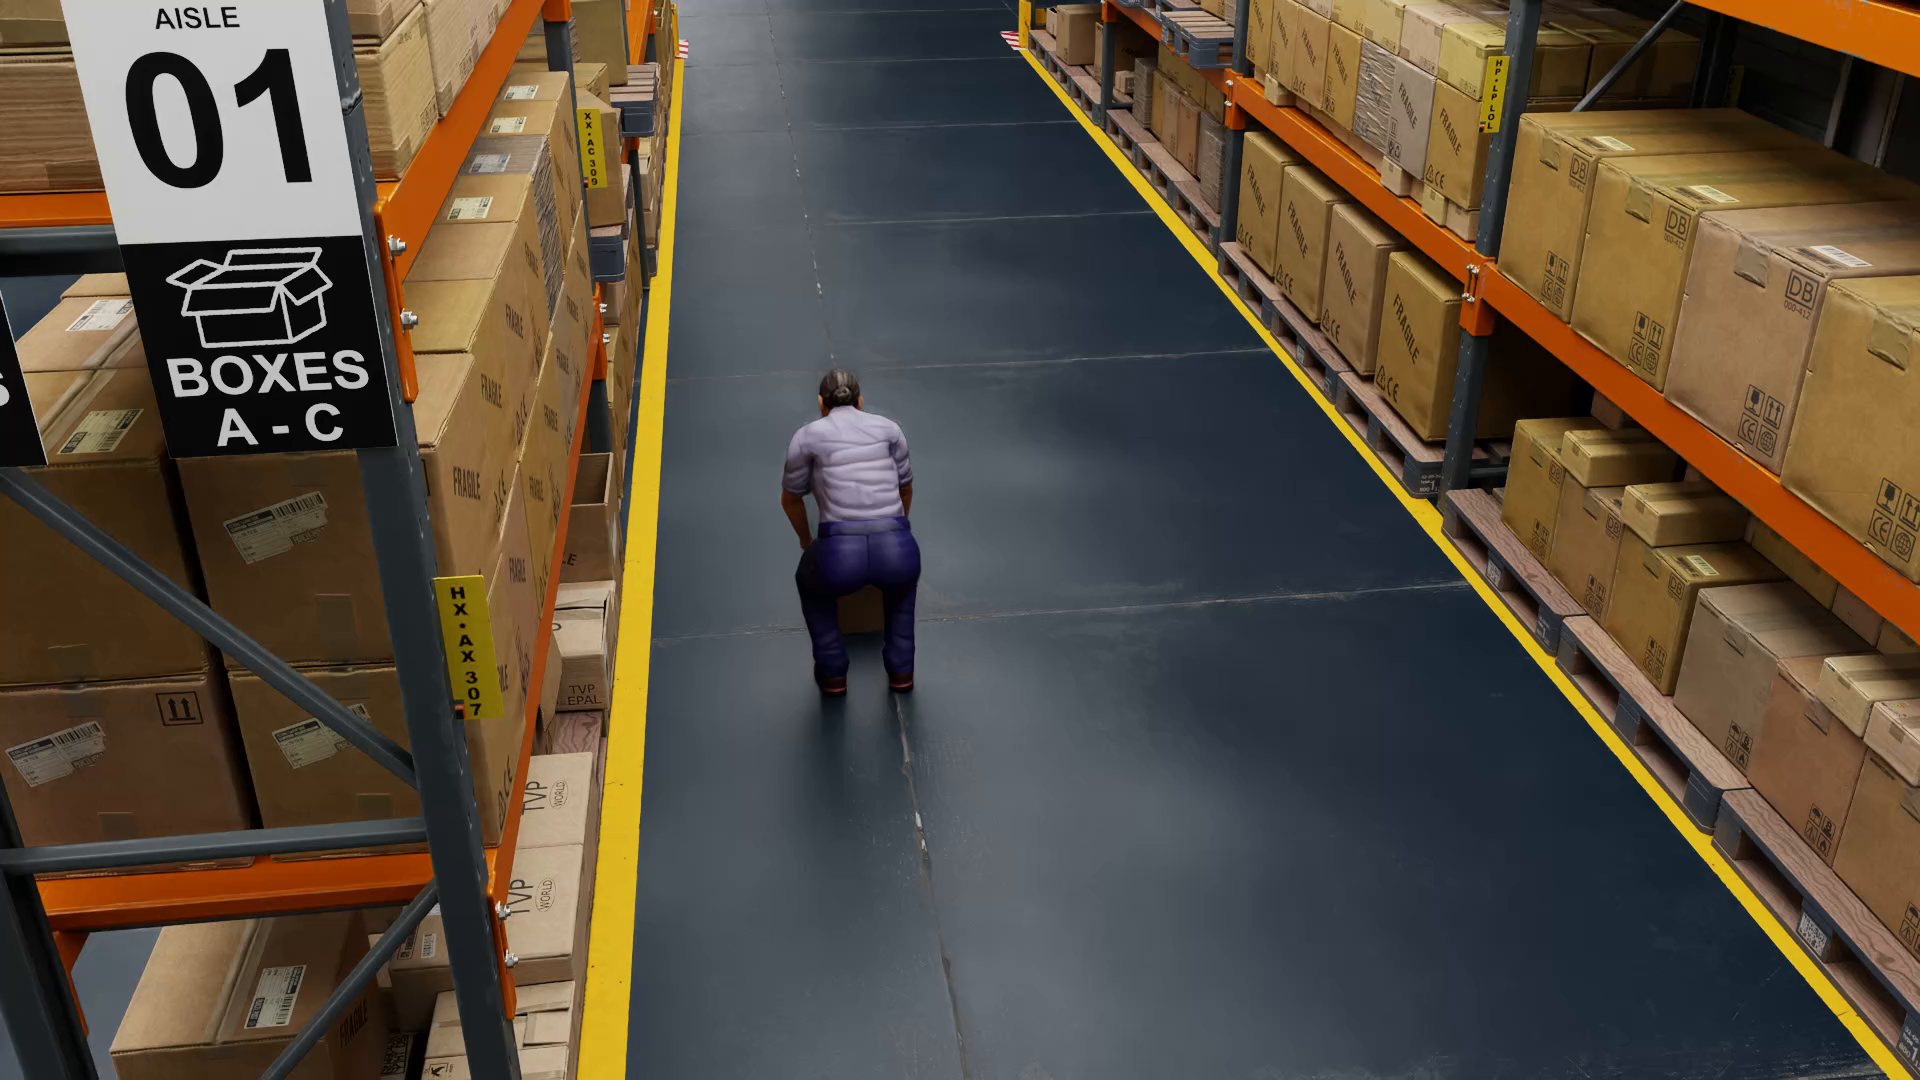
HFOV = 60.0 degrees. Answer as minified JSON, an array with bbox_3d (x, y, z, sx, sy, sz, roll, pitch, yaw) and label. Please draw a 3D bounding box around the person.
[{"bbox_3d":[-0.428,0.004,6.608,0.537,1.214,0.731,-4,28,-7],"label":"person"}]
